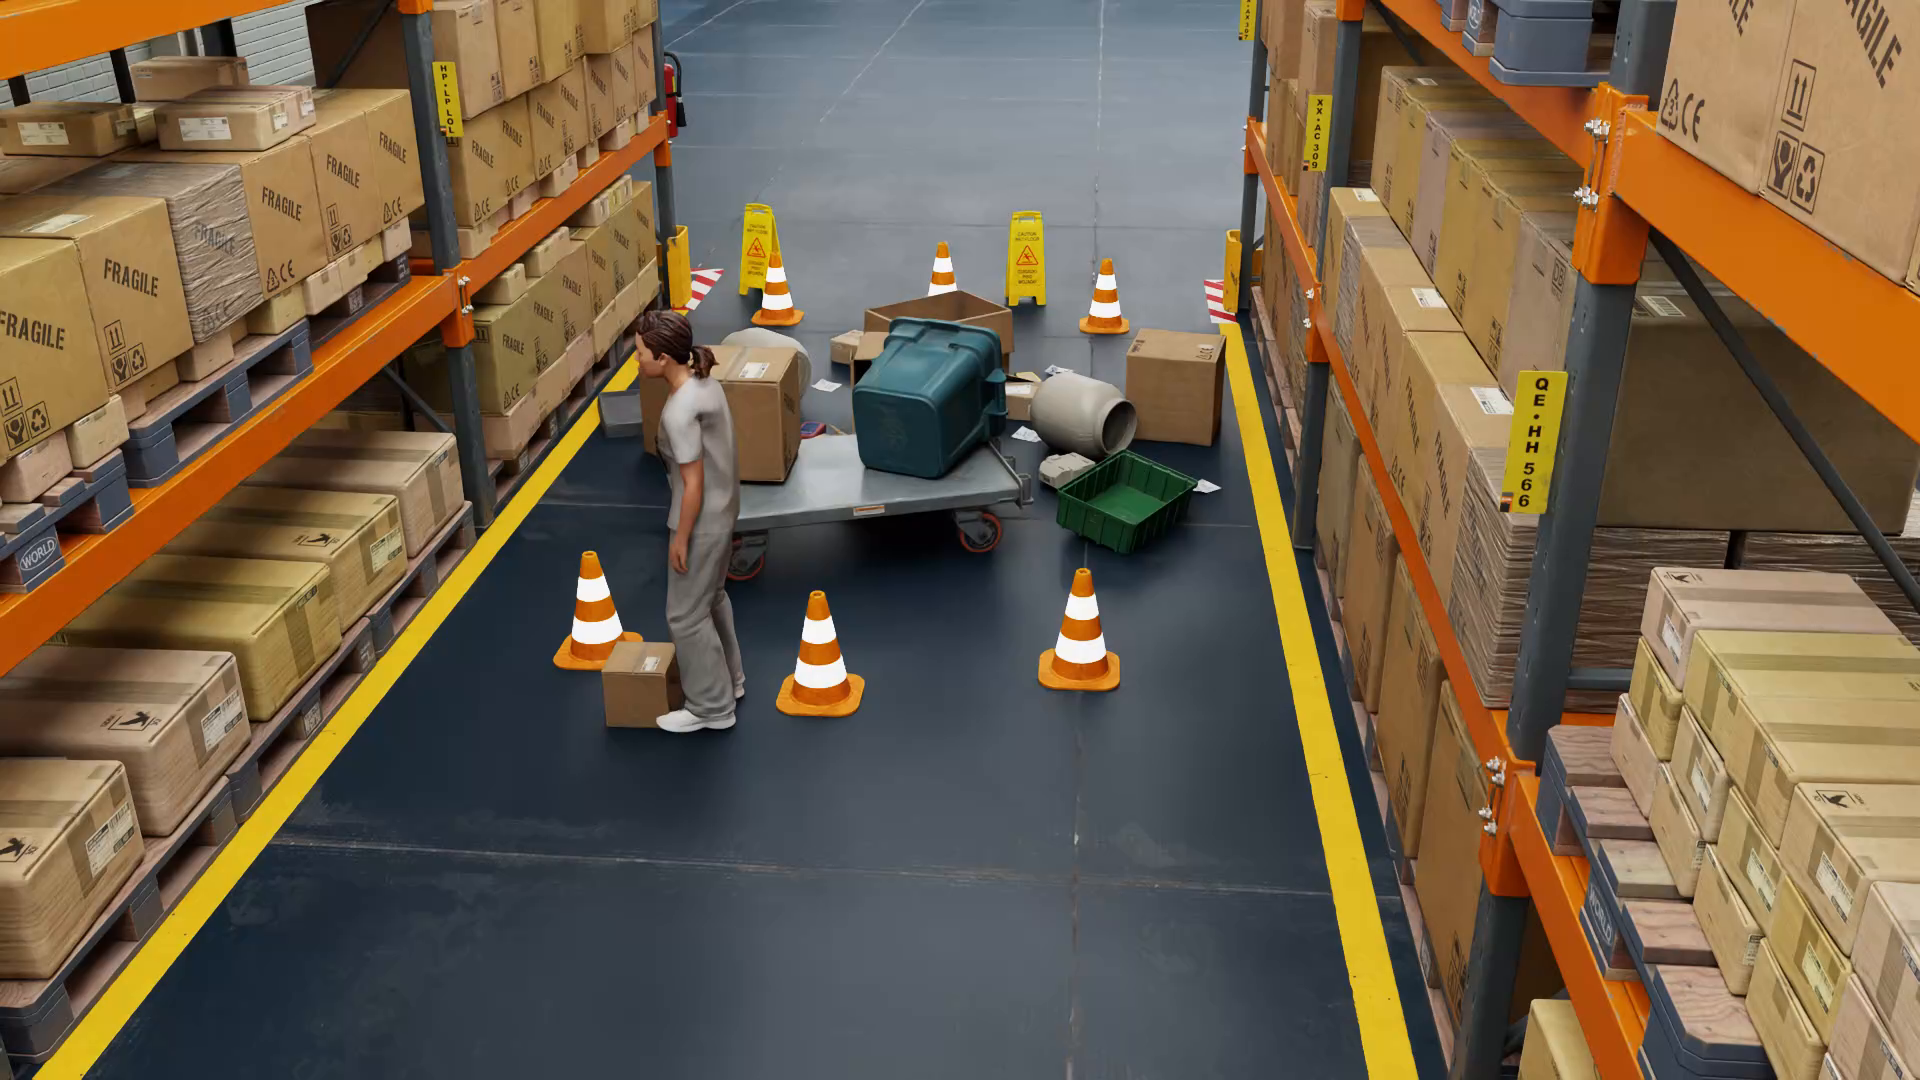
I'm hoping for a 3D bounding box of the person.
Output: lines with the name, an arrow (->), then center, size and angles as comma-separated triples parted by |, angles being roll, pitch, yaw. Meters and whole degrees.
person -> -1.003, -0.070, 6.261 | 0.363, 1.671, 0.509 | 0, 25, 1
